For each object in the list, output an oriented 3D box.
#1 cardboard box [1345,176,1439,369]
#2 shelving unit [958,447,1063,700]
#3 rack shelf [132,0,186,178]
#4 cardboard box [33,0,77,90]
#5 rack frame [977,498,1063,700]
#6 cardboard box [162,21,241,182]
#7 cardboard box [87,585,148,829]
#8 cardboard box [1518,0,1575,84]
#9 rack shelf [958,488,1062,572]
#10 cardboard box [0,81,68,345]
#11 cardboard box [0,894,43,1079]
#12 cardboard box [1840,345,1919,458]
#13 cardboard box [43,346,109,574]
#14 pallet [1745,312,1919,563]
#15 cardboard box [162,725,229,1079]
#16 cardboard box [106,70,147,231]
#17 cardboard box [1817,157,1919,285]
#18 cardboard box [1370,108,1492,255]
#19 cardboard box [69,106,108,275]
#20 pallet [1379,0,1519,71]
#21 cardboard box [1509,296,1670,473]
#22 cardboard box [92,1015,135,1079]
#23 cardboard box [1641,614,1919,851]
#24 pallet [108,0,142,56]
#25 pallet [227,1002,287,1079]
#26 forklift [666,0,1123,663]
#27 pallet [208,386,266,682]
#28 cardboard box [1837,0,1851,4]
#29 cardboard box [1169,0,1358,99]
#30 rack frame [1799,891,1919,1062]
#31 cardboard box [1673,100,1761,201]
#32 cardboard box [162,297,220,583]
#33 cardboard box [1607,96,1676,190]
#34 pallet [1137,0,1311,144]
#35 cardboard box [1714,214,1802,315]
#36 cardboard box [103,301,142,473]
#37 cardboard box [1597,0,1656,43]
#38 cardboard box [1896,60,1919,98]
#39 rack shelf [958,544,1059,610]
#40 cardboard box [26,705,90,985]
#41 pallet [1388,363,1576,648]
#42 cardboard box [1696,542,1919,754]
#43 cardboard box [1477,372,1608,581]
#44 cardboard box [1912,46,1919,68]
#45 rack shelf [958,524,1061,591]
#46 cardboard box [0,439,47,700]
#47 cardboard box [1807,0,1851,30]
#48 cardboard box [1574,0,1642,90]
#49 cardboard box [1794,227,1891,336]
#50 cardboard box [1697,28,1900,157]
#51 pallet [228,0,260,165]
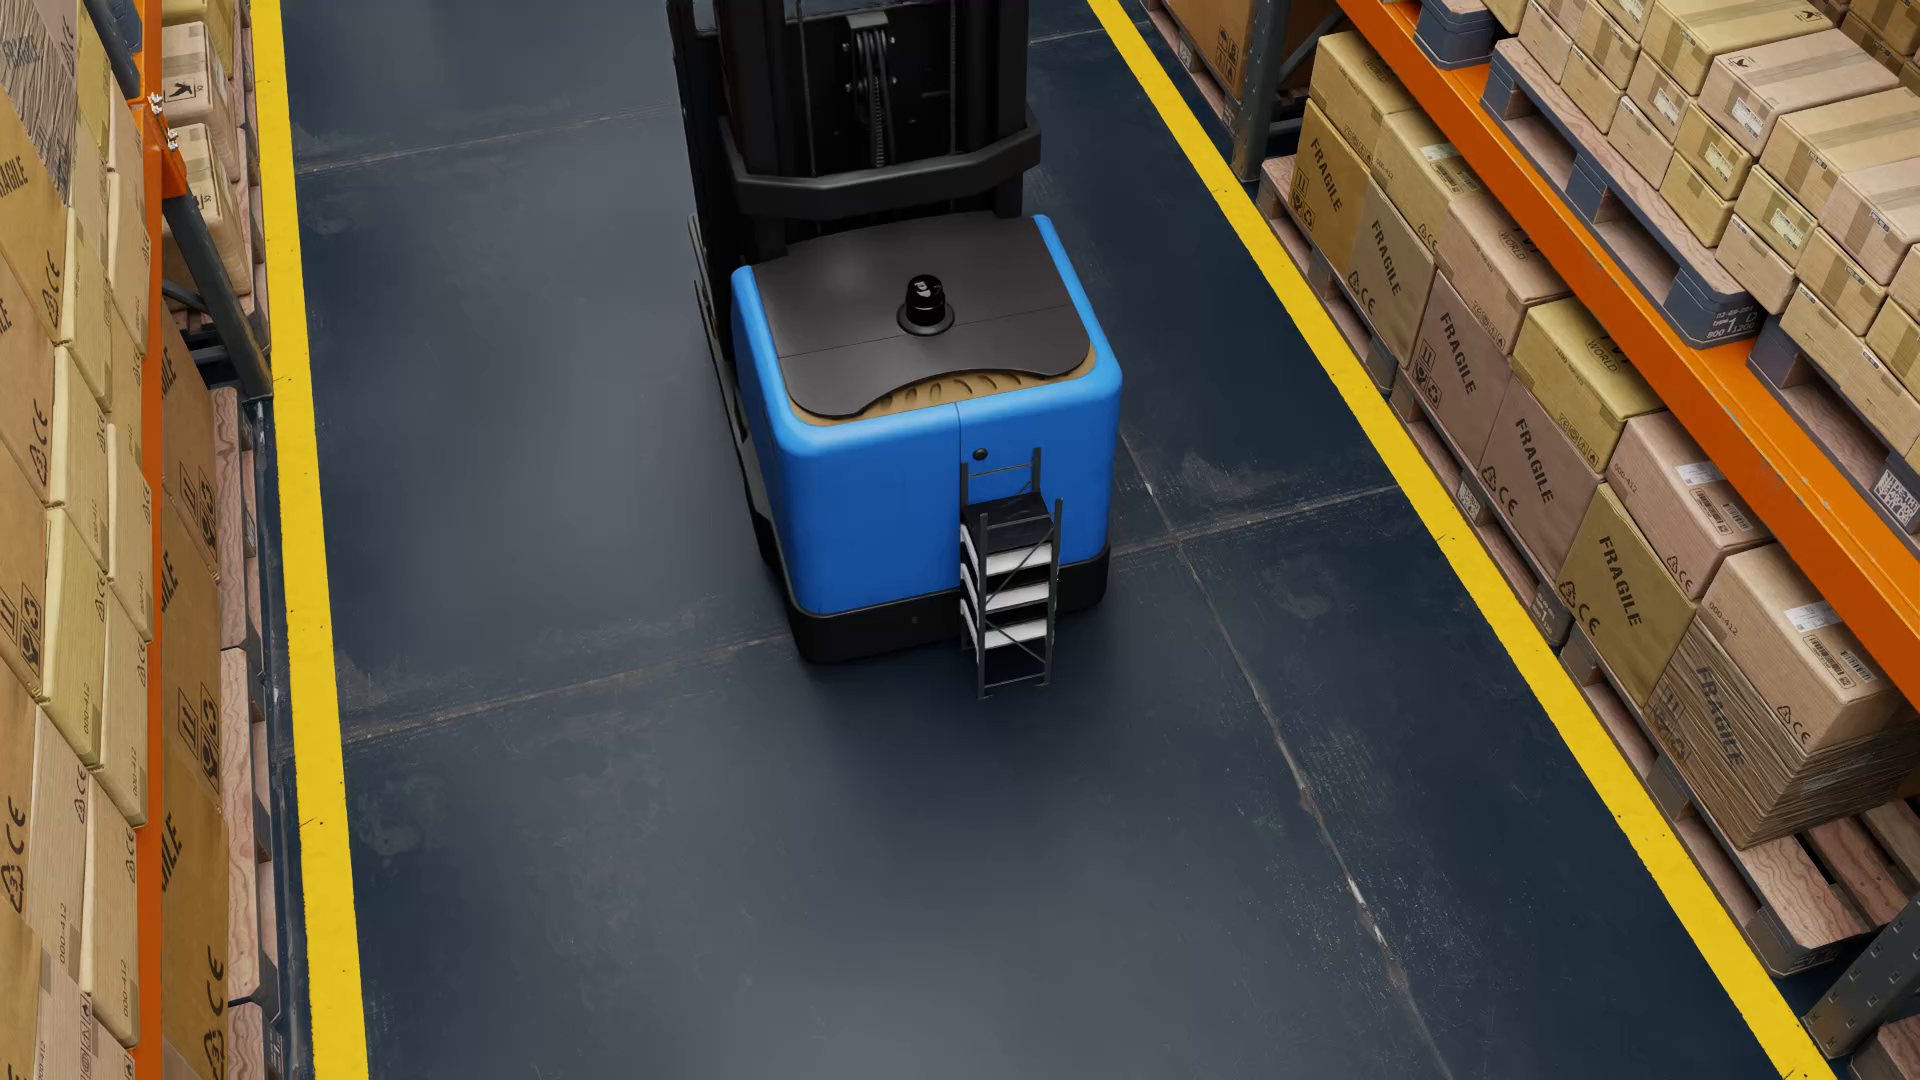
[{"bbox_3d":[1.765,-1.010,6.000,0.500,0.500,0.500,-13,51,-11],"label":"cardboard box"},{"bbox_3d":[0.146,0.122,5.059,0.258,0.900,0.210,-12,51,-10],"label":"shelving unit"},{"bbox_3d":[-3.643,-2.657,6.498,1.077,0.370,4.000,-13,51,-11],"label":"rack shelf"},{"bbox_3d":[-2.649,-1.464,4.303,0.500,0.500,0.500,-15,51,-12],"label":"cardboard box"},{"bbox_3d":[0.172,0.197,4.995,0.240,0.900,0.006,-12,51,-10],"label":"rack frame"},{"bbox_3d":[-3.435,-1.668,6.639,0.950,0.372,0.625,-14,51,-12],"label":"cardboard box"},{"bbox_3d":[-2.037,0.405,3.544,0.500,0.250,0.500,-14,51,-11],"label":"cardboard box"},{"bbox_3d":[1.908,-1.519,4.958,0.380,0.149,0.250,-12,51,-10],"label":"cardboard box"},{"bbox_3d":[0.146,-0.030,4.878,0.258,0.077,0.200,-12,51,-10],"label":"rack shelf"},{"bbox_3d":[-2.349,-0.727,3.681,0.500,0.500,0.500,-13,51,-11],"label":"cardboard box"},{"bbox_3d":[-1.724,0.753,2.434,0.500,0.500,0.500,-13,51,-11],"label":"cardboard box"},{"bbox_3d":[2.374,-0.371,3.991,0.380,0.149,0.250,-13,51,-11],"label":"cardboard box"},{"bbox_3d":[-2.186,-0.122,3.662,0.500,0.250,0.500,-15,51,-12],"label":"cardboard box"},{"bbox_3d":[2.743,-0.229,4.106,1.003,0.211,1.213,-13,51,-11],"label":"pallet"},{"bbox_3d":[-2.403,0.950,4.102,0.875,0.875,0.875,-12,51,-10],"label":"cardboard box"},{"bbox_3d":[-2.654,-1.069,4.787,0.500,0.250,0.500,-15,51,-12],"label":"cardboard box"},{"bbox_3d":[2.292,-0.771,3.939,0.380,0.149,0.250,-13,51,-11],"label":"cardboard box"},{"bbox_3d":[1.770,-1.263,5.723,0.500,0.250,0.500,-14,51,-11],"label":"cardboard box"},{"bbox_3d":[-2.510,-0.871,4.293,0.500,0.250,0.500,-14,51,-12],"label":"cardboard box"},{"bbox_3d":[1.960,-2.063,5.652,1.213,0.211,1.003,-13,51,-11],"label":"pallet"},{"bbox_3d":[2.059,-0.519,5.095,0.500,0.250,0.500,-15,52,-13],"label":"cardboard box"},{"bbox_3d":[-1.747,1.161,2.907,0.500,0.250,0.500,-14,51,-12],"label":"cardboard box"},{"bbox_3d":[2.371,0.487,4.737,0.500,0.500,0.500,-14,51,-12],"label":"cardboard box"},{"bbox_3d":[-3.364,-1.862,5.484,1.213,0.211,1.003,-13,51,-11],"label":"pallet"},{"bbox_3d":[-2.169,1.846,4.056,1.003,0.211,1.213,-13,51,-11],"label":"pallet"},{"bbox_3d":[-0.392,-1.707,5.272,1.130,2.935,3.031,-12,51,-10],"label":"forklift"},{"bbox_3d":[-2.890,0.064,5.558,1.003,0.211,1.213,-13,51,-11],"label":"pallet"},{"bbox_3d":[2.610,-1.668,4.695,0.380,0.149,0.250,-11,51,-9],"label":"cardboard box"},{"bbox_3d":[1.553,-2.496,7.089,1.050,0.750,0.750,-14,51,-11],"label":"cardboard box"},{"bbox_3d":[2.830,0.301,3.535,1.000,3.000,0.127,-13,51,-11],"label":"rack frame"},{"bbox_3d":[2.130,-1.058,4.375,0.380,0.149,0.250,-13,51,-11],"label":"cardboard box"},{"bbox_3d":[-2.927,-0.355,5.202,0.875,0.875,0.875,-14,51,-11],"label":"cardboard box"},{"bbox_3d":[2.056,-1.145,4.643,0.380,0.149,0.250,-15,51,-12],"label":"cardboard box"},{"bbox_3d":[1.486,-2.315,7.563,1.003,0.211,1.213,-13,51,-11],"label":"pallet"},{"bbox_3d":[2.213,-0.756,4.315,0.380,0.149,0.250,-15,52,-13],"label":"cardboard box"},{"bbox_3d":[-2.354,-0.328,4.163,0.500,0.250,0.500,-14,51,-11],"label":"cardboard box"},{"bbox_3d":[1.989,-1.526,4.575,0.380,0.149,0.250,-12,51,-10],"label":"cardboard box"},{"bbox_3d":[2.760,-1.199,4.494,0.380,0.149,0.250,-14,51,-12],"label":"cardboard box"},{"bbox_3d":[0.146,0.086,5.015,0.258,0.077,0.200,-12,51,-10],"label":"rack shelf"},{"bbox_3d":[-1.910,0.621,3.035,0.500,0.250,0.500,-13,51,-10],"label":"cardboard box"},{"bbox_3d":[2.234,-0.262,5.832,1.003,0.211,1.213,-13,51,-11],"label":"pallet"},{"bbox_3d":[2.368,0.242,4.453,0.500,0.250,0.500,-15,51,-12],"label":"cardboard box"},{"bbox_3d":[2.072,-0.263,5.370,0.500,0.500,0.500,-14,51,-12],"label":"cardboard box"},{"bbox_3d":[2.770,-1.281,4.369,0.380,0.149,0.250,-12,51,-10],"label":"cardboard box"},{"bbox_3d":[0.146,0.028,4.946,0.258,0.077,0.200,-12,51,-10],"label":"rack shelf"},{"bbox_3d":[-2.047,0.021,3.051,0.500,0.500,0.500,-14,51,-12],"label":"cardboard box"},{"bbox_3d":[2.612,-1.572,4.808,0.380,0.149,0.250,-12,51,-10],"label":"cardboard box"},{"bbox_3d":[1.981,-1.432,4.691,0.380,0.149,0.250,-14,51,-11],"label":"cardboard box"},{"bbox_3d":[2.289,-0.668,4.047,0.380,0.149,0.250,-15,51,-12],"label":"cardboard box"},{"bbox_3d":[2.140,-1.147,4.255,0.380,0.149,0.250,-15,52,-13],"label":"cardboard box"},{"bbox_3d":[-3.638,-1.990,7.289,1.003,0.211,1.213,-13,51,-11],"label":"pallet"}]
